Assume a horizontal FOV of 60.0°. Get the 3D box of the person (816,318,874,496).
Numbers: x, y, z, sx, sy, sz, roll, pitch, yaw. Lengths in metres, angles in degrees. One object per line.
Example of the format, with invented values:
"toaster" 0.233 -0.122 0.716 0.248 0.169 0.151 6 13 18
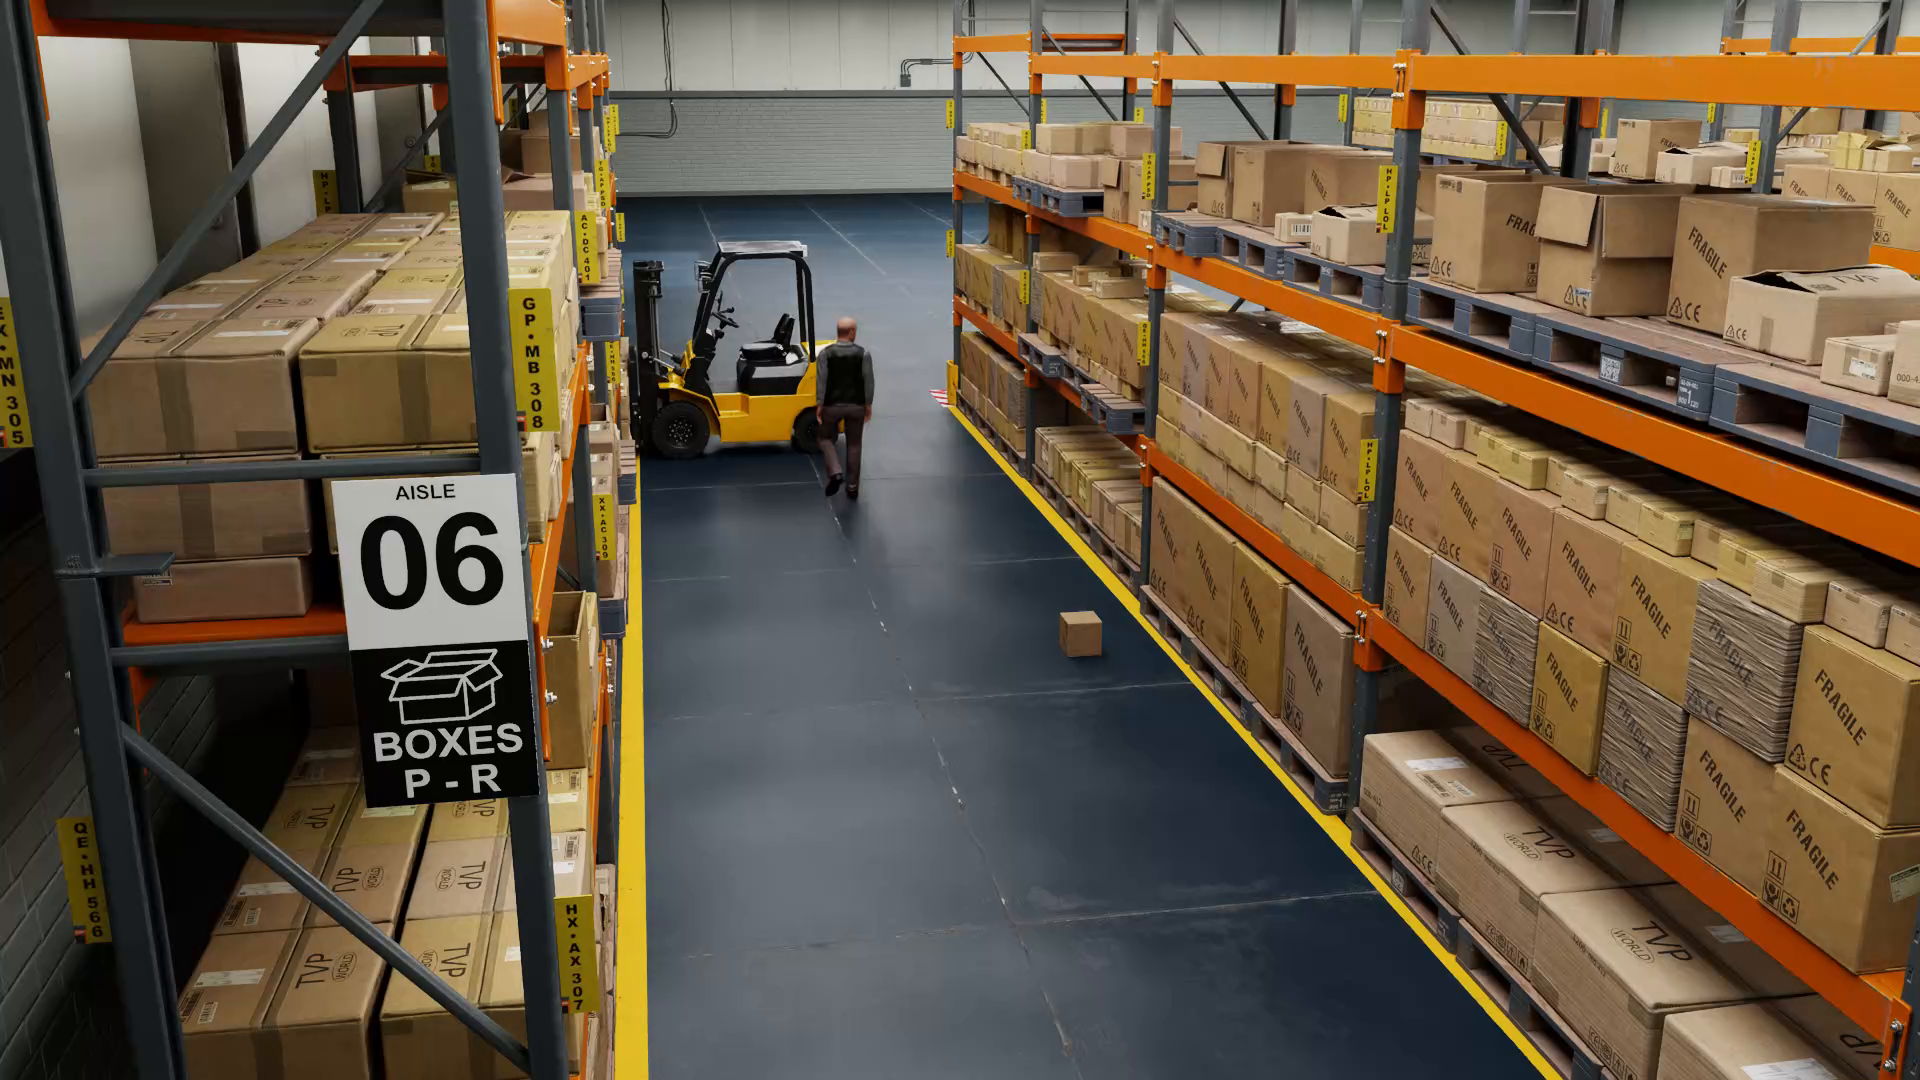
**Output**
"person" -1.101 -1.265 15.852 0.558 1.716 0.435 -3 16 -9
